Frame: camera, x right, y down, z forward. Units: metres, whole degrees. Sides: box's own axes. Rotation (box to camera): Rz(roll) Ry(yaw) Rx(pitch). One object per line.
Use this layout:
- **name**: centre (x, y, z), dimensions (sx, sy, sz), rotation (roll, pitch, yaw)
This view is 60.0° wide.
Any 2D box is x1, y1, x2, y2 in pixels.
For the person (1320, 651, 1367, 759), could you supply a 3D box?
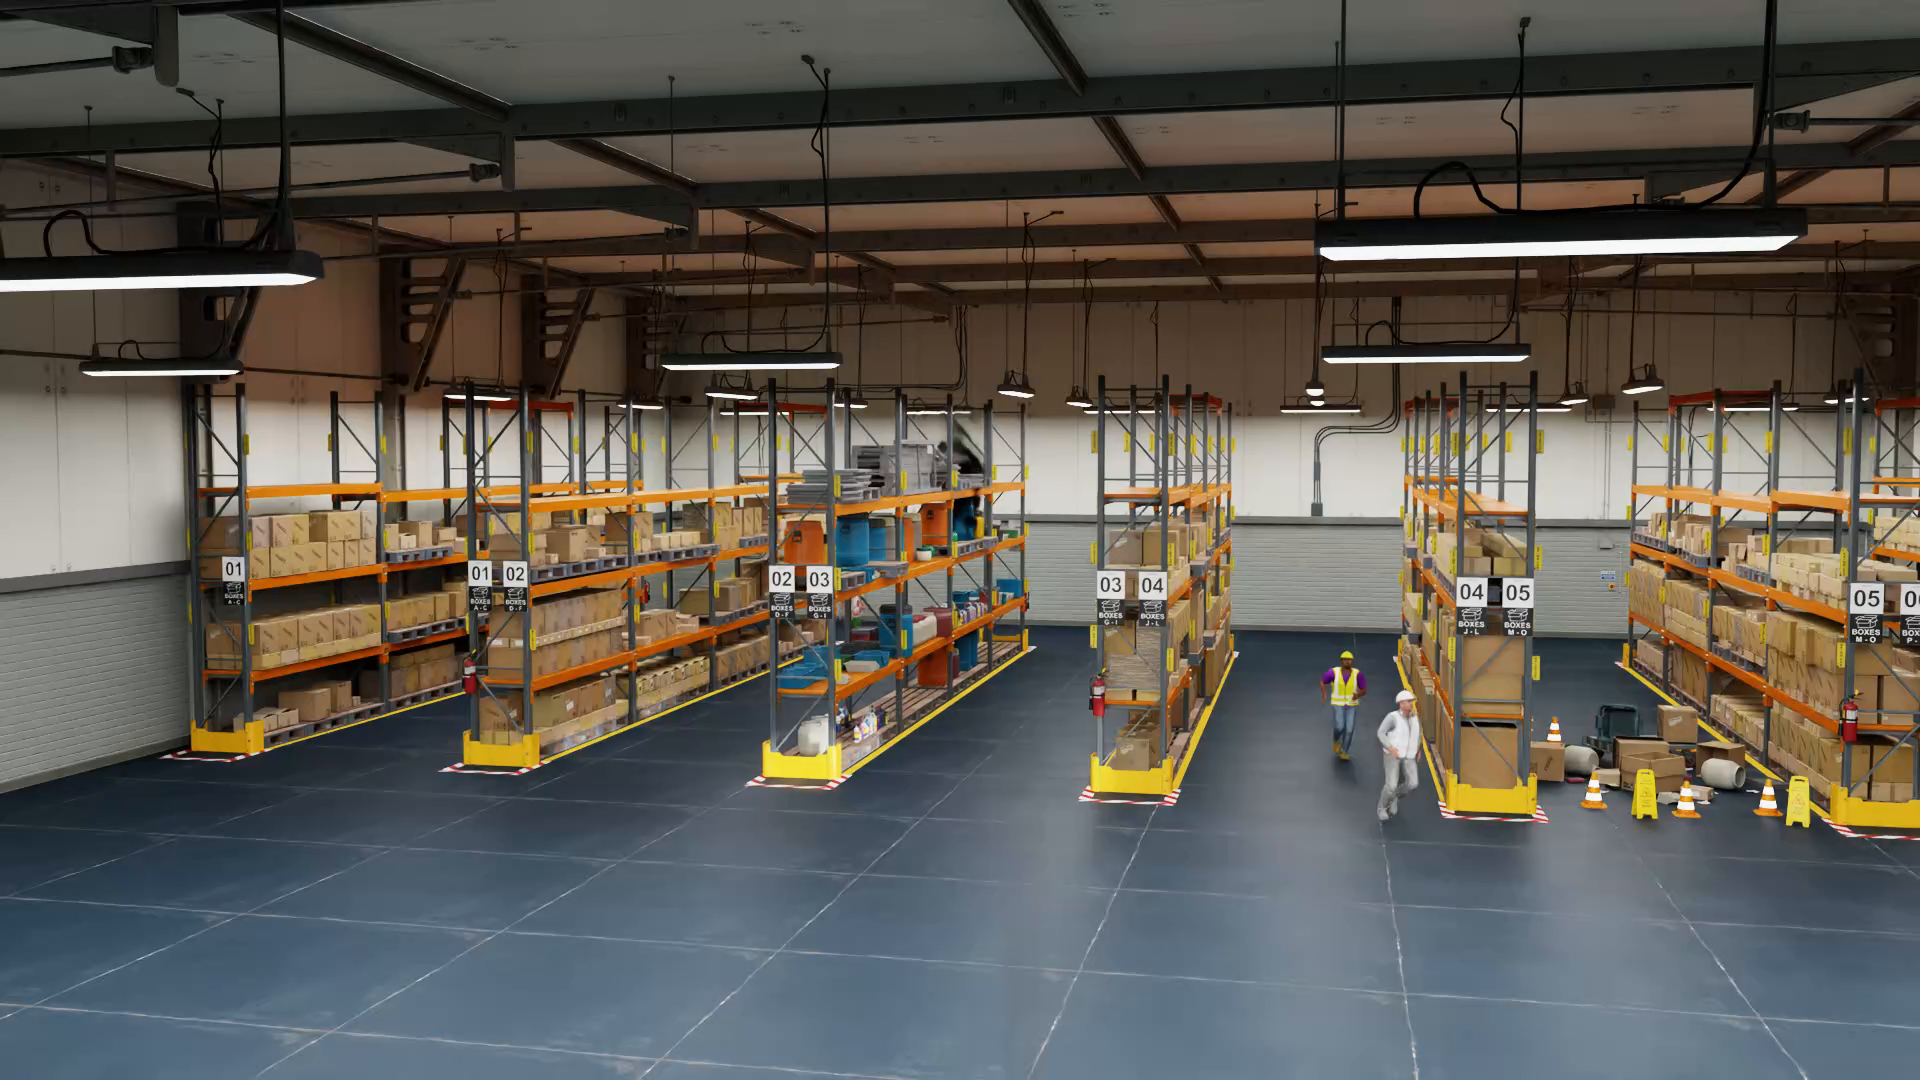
- **person**: centre (6.108, 2.632, 26.411), dimensions (0.712, 1.728, 0.599), rotation (0, 3, 6)

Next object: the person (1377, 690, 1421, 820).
- **person**: centre (5.934, 2.877, 22.232), dimensions (0.714, 1.721, 0.529), rotation (-1, 3, -15)

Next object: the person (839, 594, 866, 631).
- **person**: centre (-2.485, 1.793, 38.450), dimensions (0.642, 1.760, 0.610), rotation (0, 3, 3)
